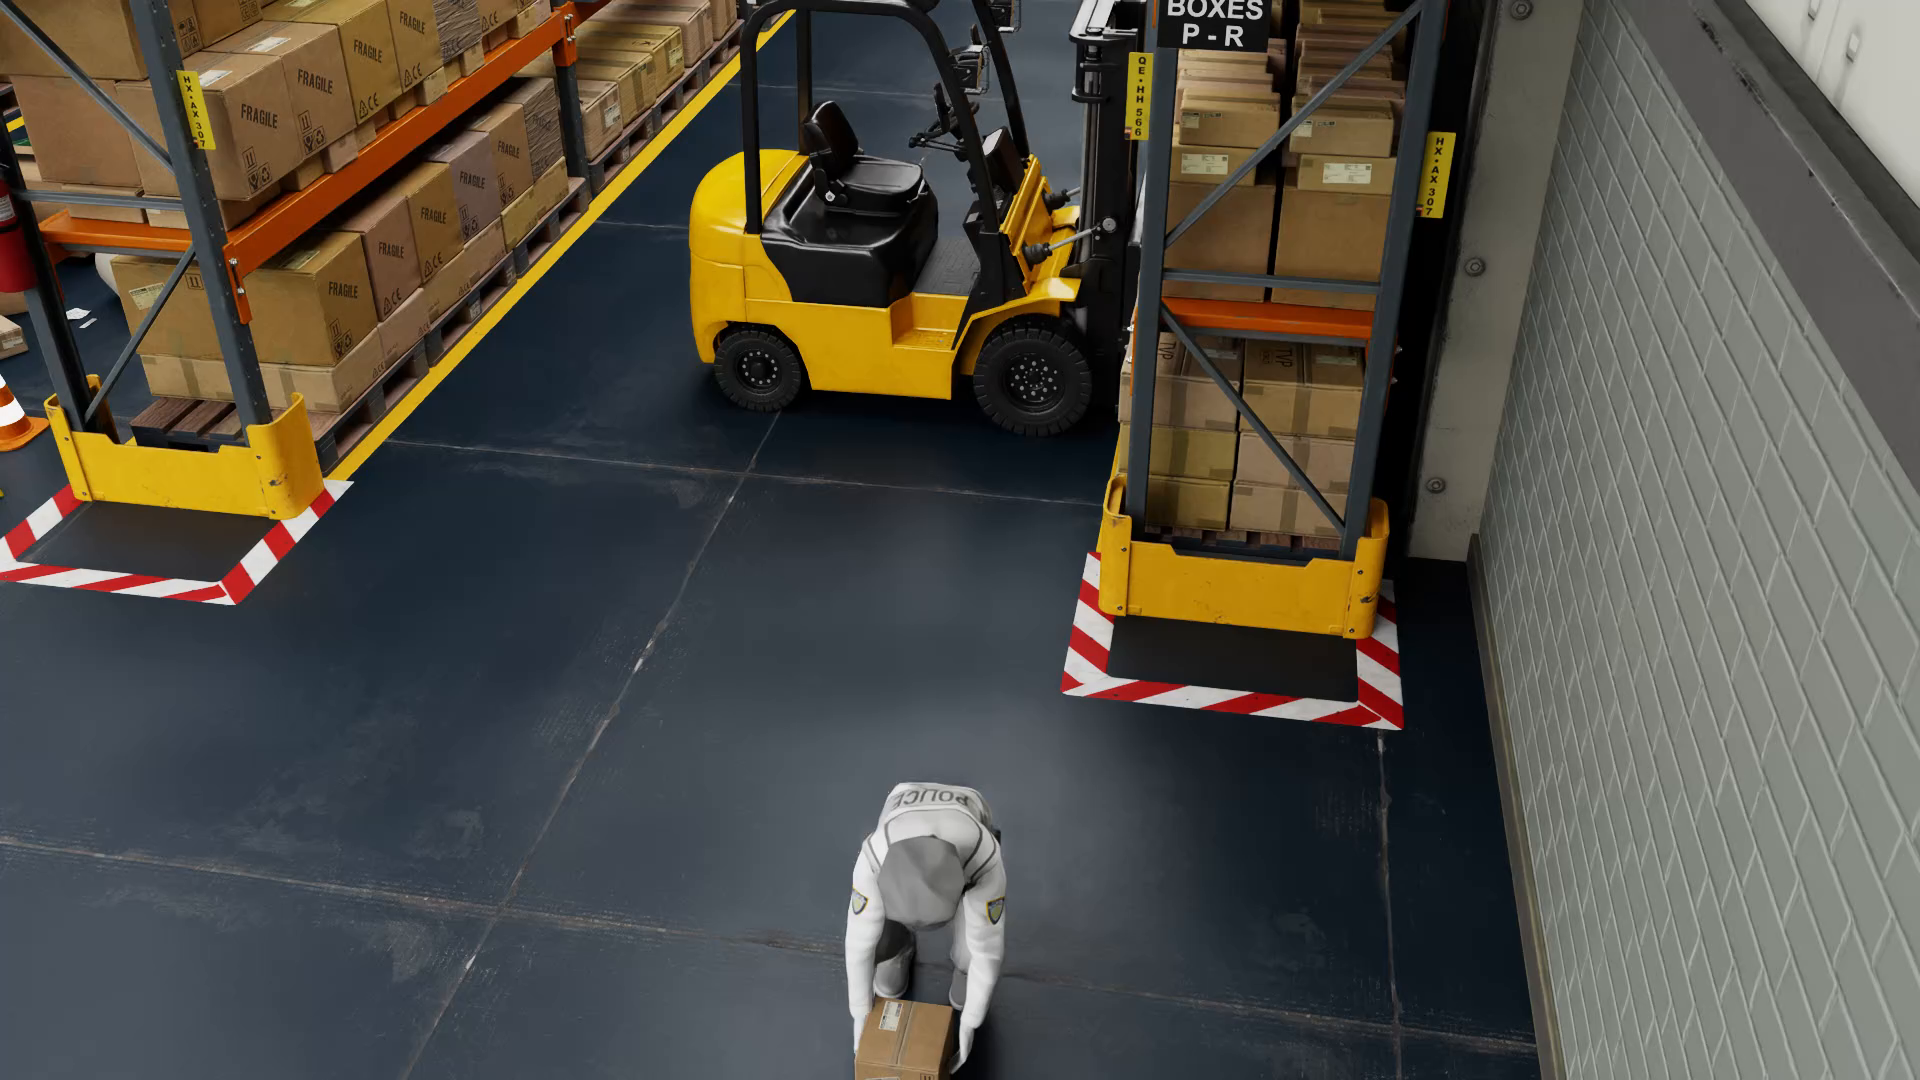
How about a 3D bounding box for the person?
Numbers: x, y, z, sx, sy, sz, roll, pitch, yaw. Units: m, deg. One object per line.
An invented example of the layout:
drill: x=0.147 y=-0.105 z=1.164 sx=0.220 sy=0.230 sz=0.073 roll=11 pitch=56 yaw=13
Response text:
person: x=-0.085 y=1.102 z=5.087 sx=0.492 sy=0.946 sz=0.850 roll=5 pitch=33 yaw=8
